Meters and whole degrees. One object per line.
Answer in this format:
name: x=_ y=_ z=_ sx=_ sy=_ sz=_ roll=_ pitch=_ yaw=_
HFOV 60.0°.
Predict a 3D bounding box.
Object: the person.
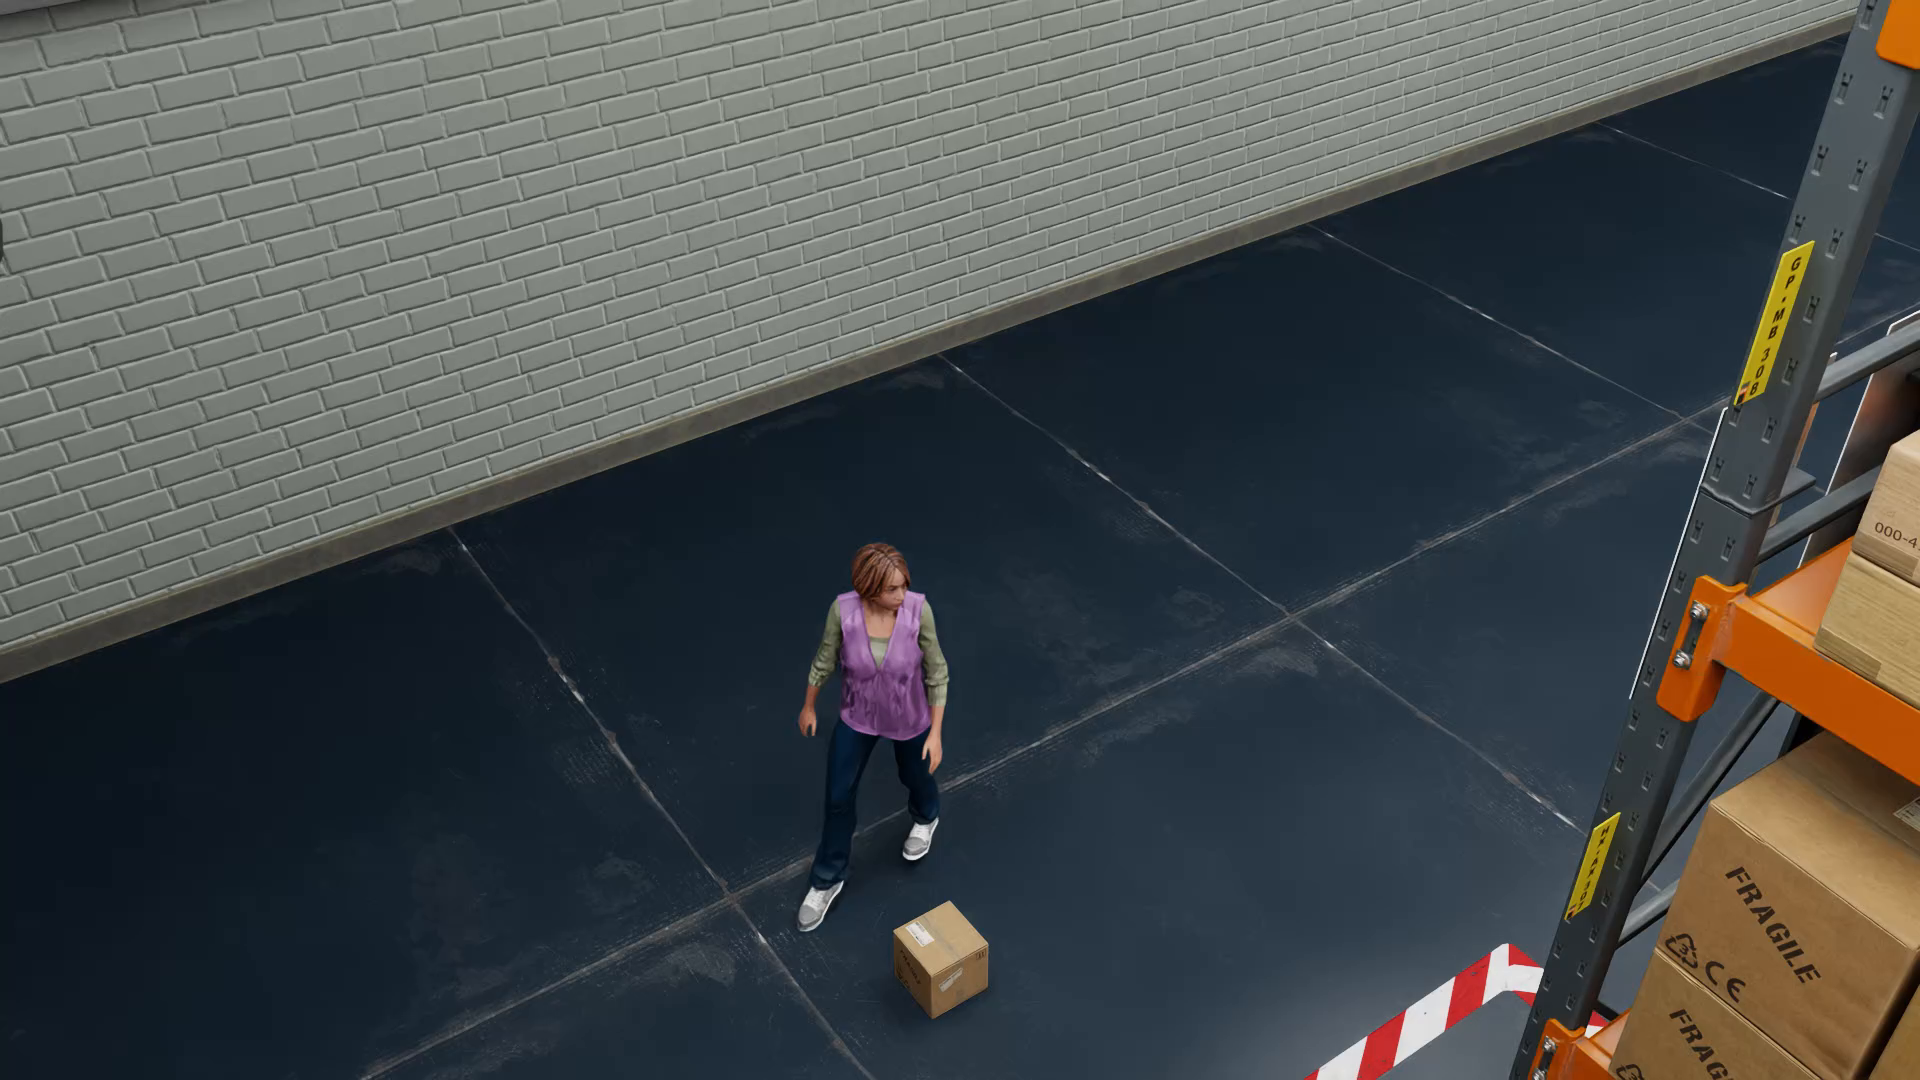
person: x=-0.328 y=0.679 z=6.093 sx=0.570 sy=1.592 sz=0.680 roll=6 pitch=37 yaw=8
